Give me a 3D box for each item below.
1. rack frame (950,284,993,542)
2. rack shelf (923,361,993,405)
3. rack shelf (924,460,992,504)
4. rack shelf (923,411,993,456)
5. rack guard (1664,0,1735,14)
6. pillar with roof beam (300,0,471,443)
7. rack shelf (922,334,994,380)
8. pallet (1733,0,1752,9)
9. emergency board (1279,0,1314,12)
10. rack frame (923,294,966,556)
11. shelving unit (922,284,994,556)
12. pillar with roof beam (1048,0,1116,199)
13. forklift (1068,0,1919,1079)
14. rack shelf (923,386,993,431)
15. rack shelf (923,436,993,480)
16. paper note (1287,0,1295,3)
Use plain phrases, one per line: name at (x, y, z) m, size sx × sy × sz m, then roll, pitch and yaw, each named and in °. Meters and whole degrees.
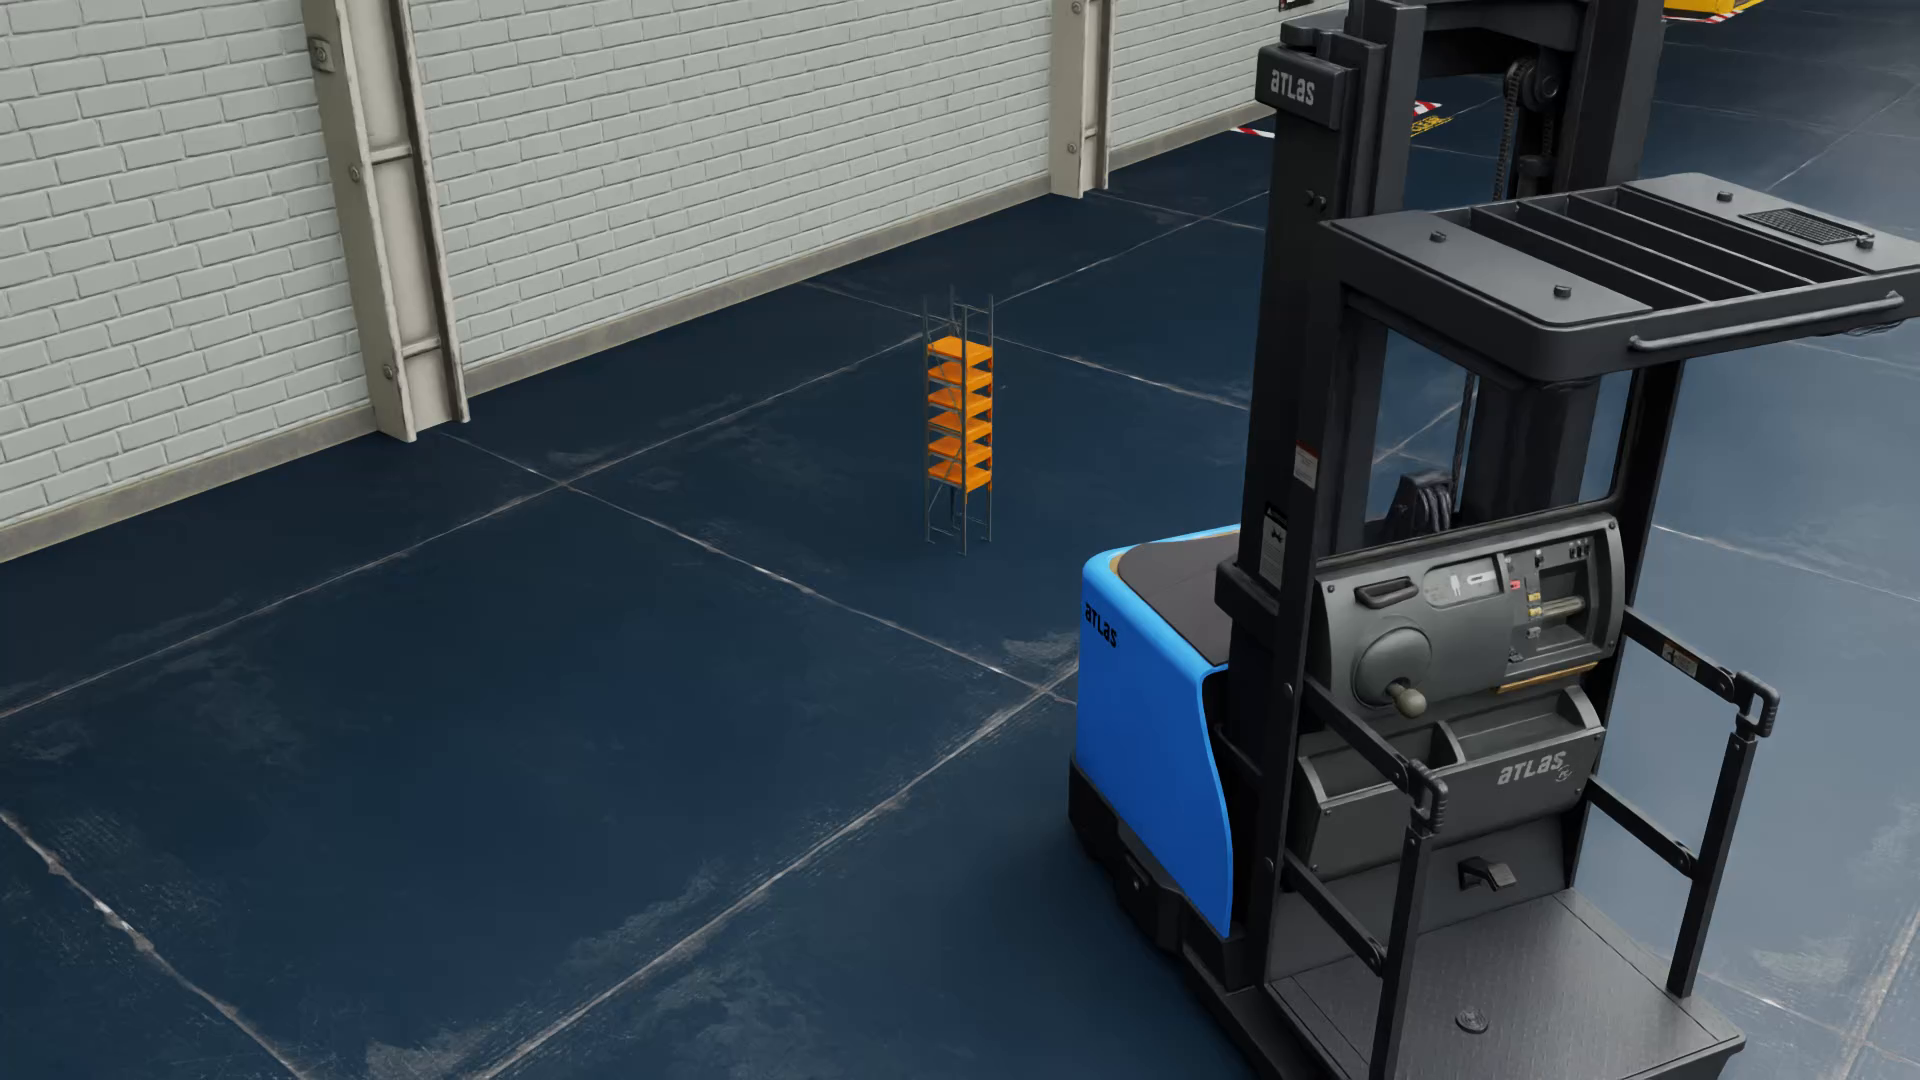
rack frame at (0.049, -0.560, 7.527) m, size 0.240 × 1.200 × 0.006 m, roll 21°, pitch 34°, yaw 34°
rack shelf at (-0.009, -0.701, 7.375) m, size 0.258 × 0.103 × 0.180 m, roll 21°, pitch 34°, yaw 34°
rack shelf at (-0.009, -0.275, 7.595) m, size 0.258 × 0.103 × 0.180 m, roll 21°, pitch 34°, yaw 34°
rack shelf at (-0.009, -0.488, 7.485) m, size 0.258 × 0.103 × 0.180 m, roll 21°, pitch 34°, yaw 34°
rack guard at (8.829, -6.754, 20.261) m, size 1.175 × 0.500 × 0.348 m, roll 21°, pitch 34°, yaw 34°
pillar with roof beam at (0.431, -3.363, 4.456) m, size 9.100 × 9.000 × 0.400 m, roll 21°, pitch 34°, yaw 34°
rack shelf at (-0.009, -0.808, 7.319) m, size 0.258 × 0.103 × 0.180 m, roll 21°, pitch 34°, yaw 34°
pallet at (9.373, -6.903, 20.865) m, size 1.003 × 0.211 × 1.213 m, roll 21°, pitch 34°, yaw 34°
emergency board at (3.121, -5.348, 14.824) m, size 0.157 × 1.169 × 0.626 m, roll 21°, pitch 34°, yaw 34°
rack frame at (-0.067, -0.495, 7.402) m, size 0.240 × 1.200 × 0.006 m, roll 21°, pitch 34°, yaw 34°
shelving unit at (-0.009, -0.528, 7.464) m, size 0.258 × 1.200 × 0.189 m, roll 21°, pitch 34°, yaw 34°
pillar with roof beam at (4.247, -5.490, 8.569) m, size 9.100 × 9.000 × 0.400 m, roll 21°, pitch 34°, yaw 34°
forklift at (1.414, 0.235, 4.107) m, size 1.130 × 2.935 × 3.031 m, roll -11°, pitch 29°, yaw -20°
rack shelf at (-0.009, -0.595, 7.430) m, size 0.258 × 0.103 × 0.180 m, roll 21°, pitch 34°, yaw 34°
rack shelf at (-0.009, -0.382, 7.540) m, size 0.258 × 0.103 × 0.180 m, roll 21°, pitch 34°, yaw 34°
paper note at (2.974, -4.912, 14.939) m, size 0.016 × 0.148 × 0.142 m, roll 21°, pitch 34°, yaw 34°
